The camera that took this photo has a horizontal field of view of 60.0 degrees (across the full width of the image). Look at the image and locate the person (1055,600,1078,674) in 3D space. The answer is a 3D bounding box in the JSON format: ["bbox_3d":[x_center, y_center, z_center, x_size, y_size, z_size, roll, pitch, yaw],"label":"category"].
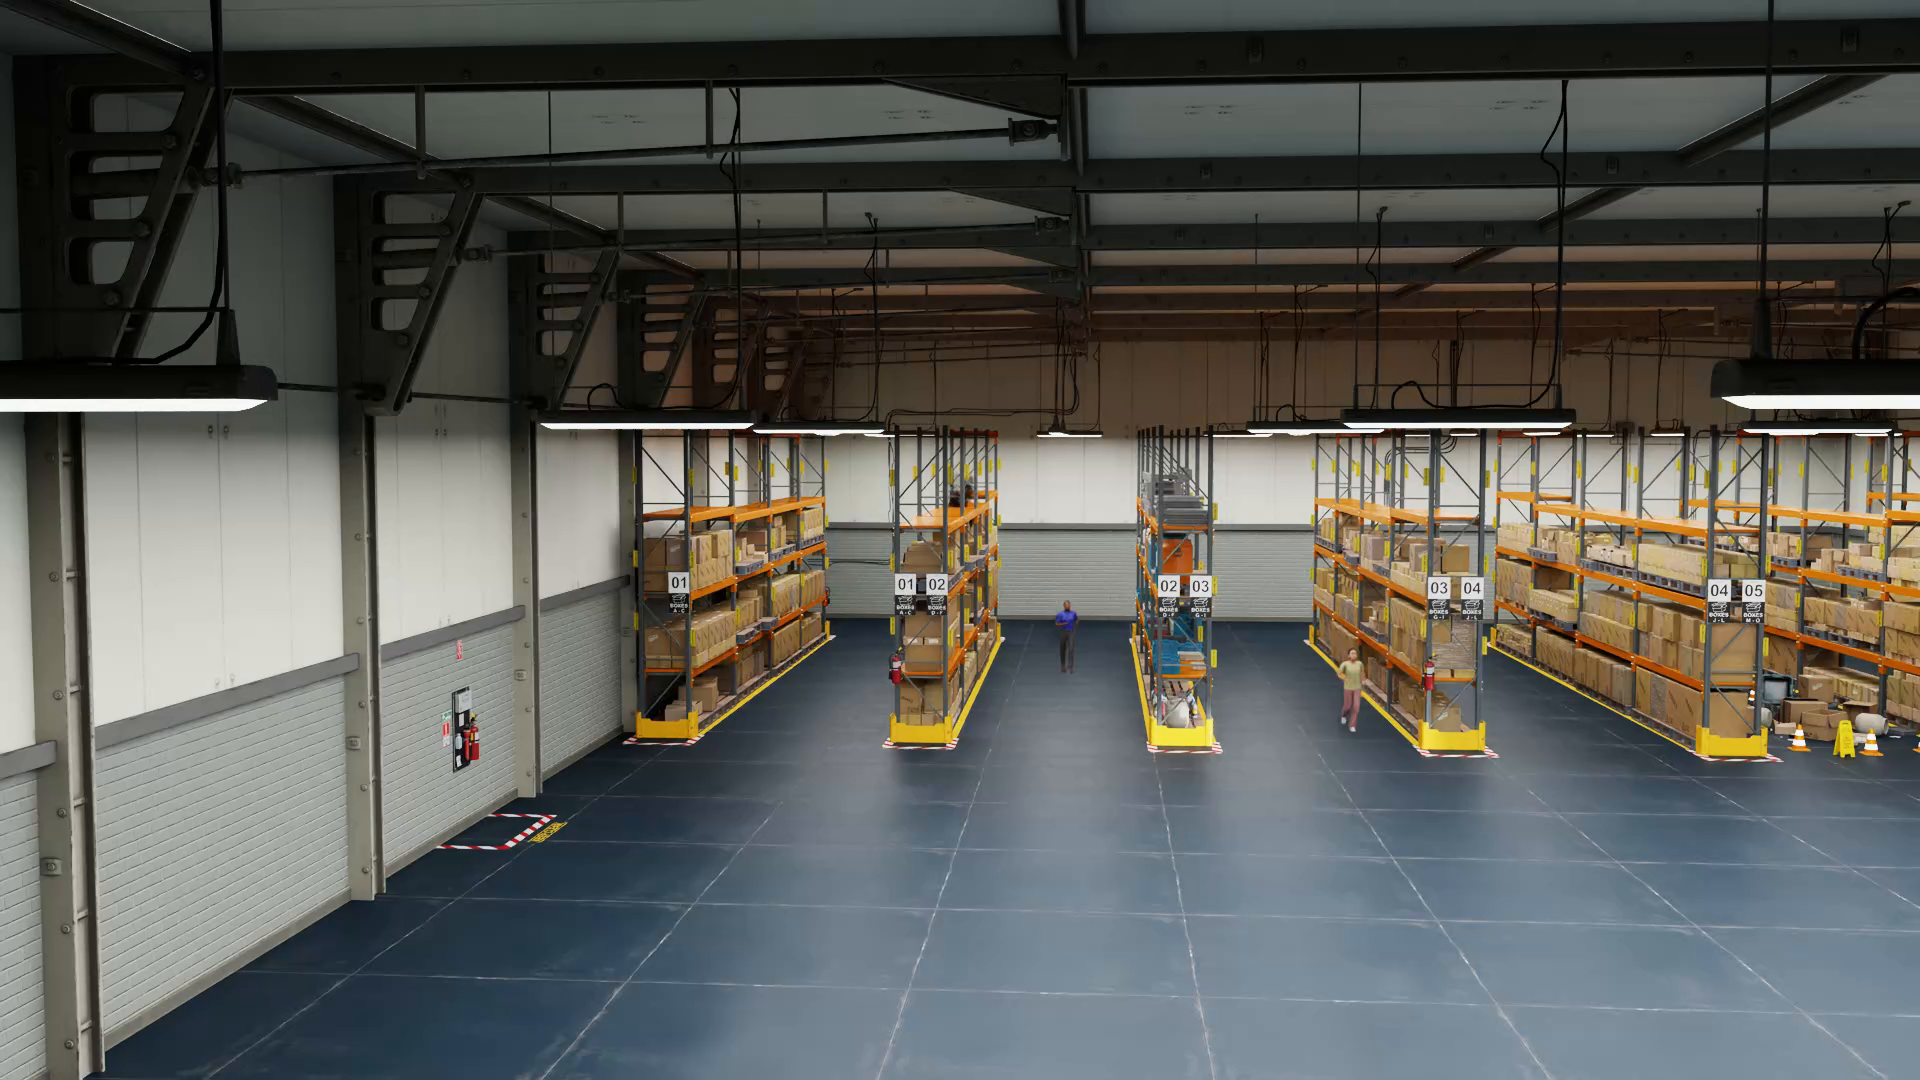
[{"bbox_3d":[2.495,2.260,38.731,0.575,1.708,0.842,0,3,-3],"label":"person"}]

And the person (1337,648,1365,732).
[{"bbox_3d":[7.714,2.933,32.756,0.583,1.634,0.701,0,3,-2],"label":"person"}]

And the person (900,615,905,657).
[{"bbox_3d":[-1.298,2.103,41.520,0.657,1.691,0.562,0,3,1],"label":"person"}]
